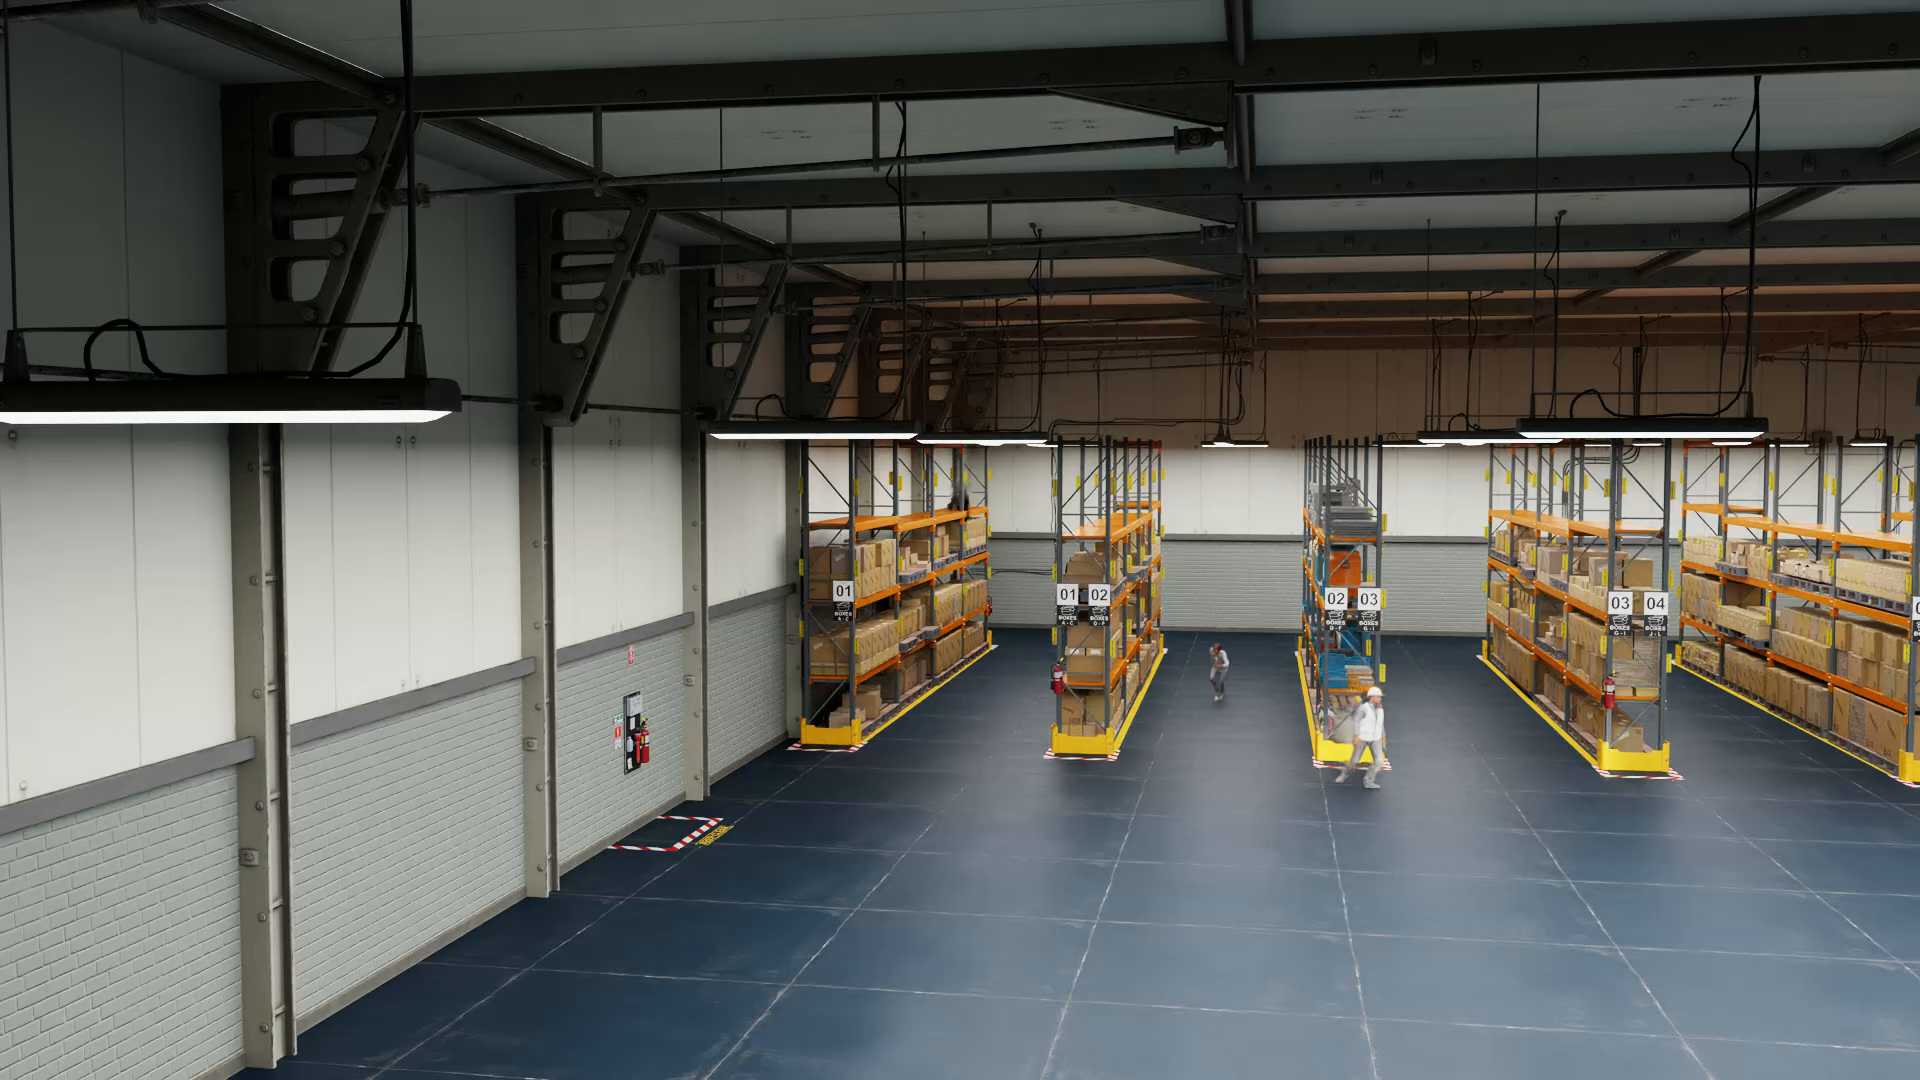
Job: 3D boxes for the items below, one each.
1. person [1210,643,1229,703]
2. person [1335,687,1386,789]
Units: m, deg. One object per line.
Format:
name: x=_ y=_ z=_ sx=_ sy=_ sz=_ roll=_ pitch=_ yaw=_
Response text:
person: x=5.943 y=2.989 z=37.934 sx=0.532 sy=1.388 sz=1.046 roll=1 pitch=3 yaw=25
person: x=6.840 y=3.336 z=28.223 sx=0.768 sy=1.705 sz=0.745 roll=-1 pitch=3 yaw=-18
